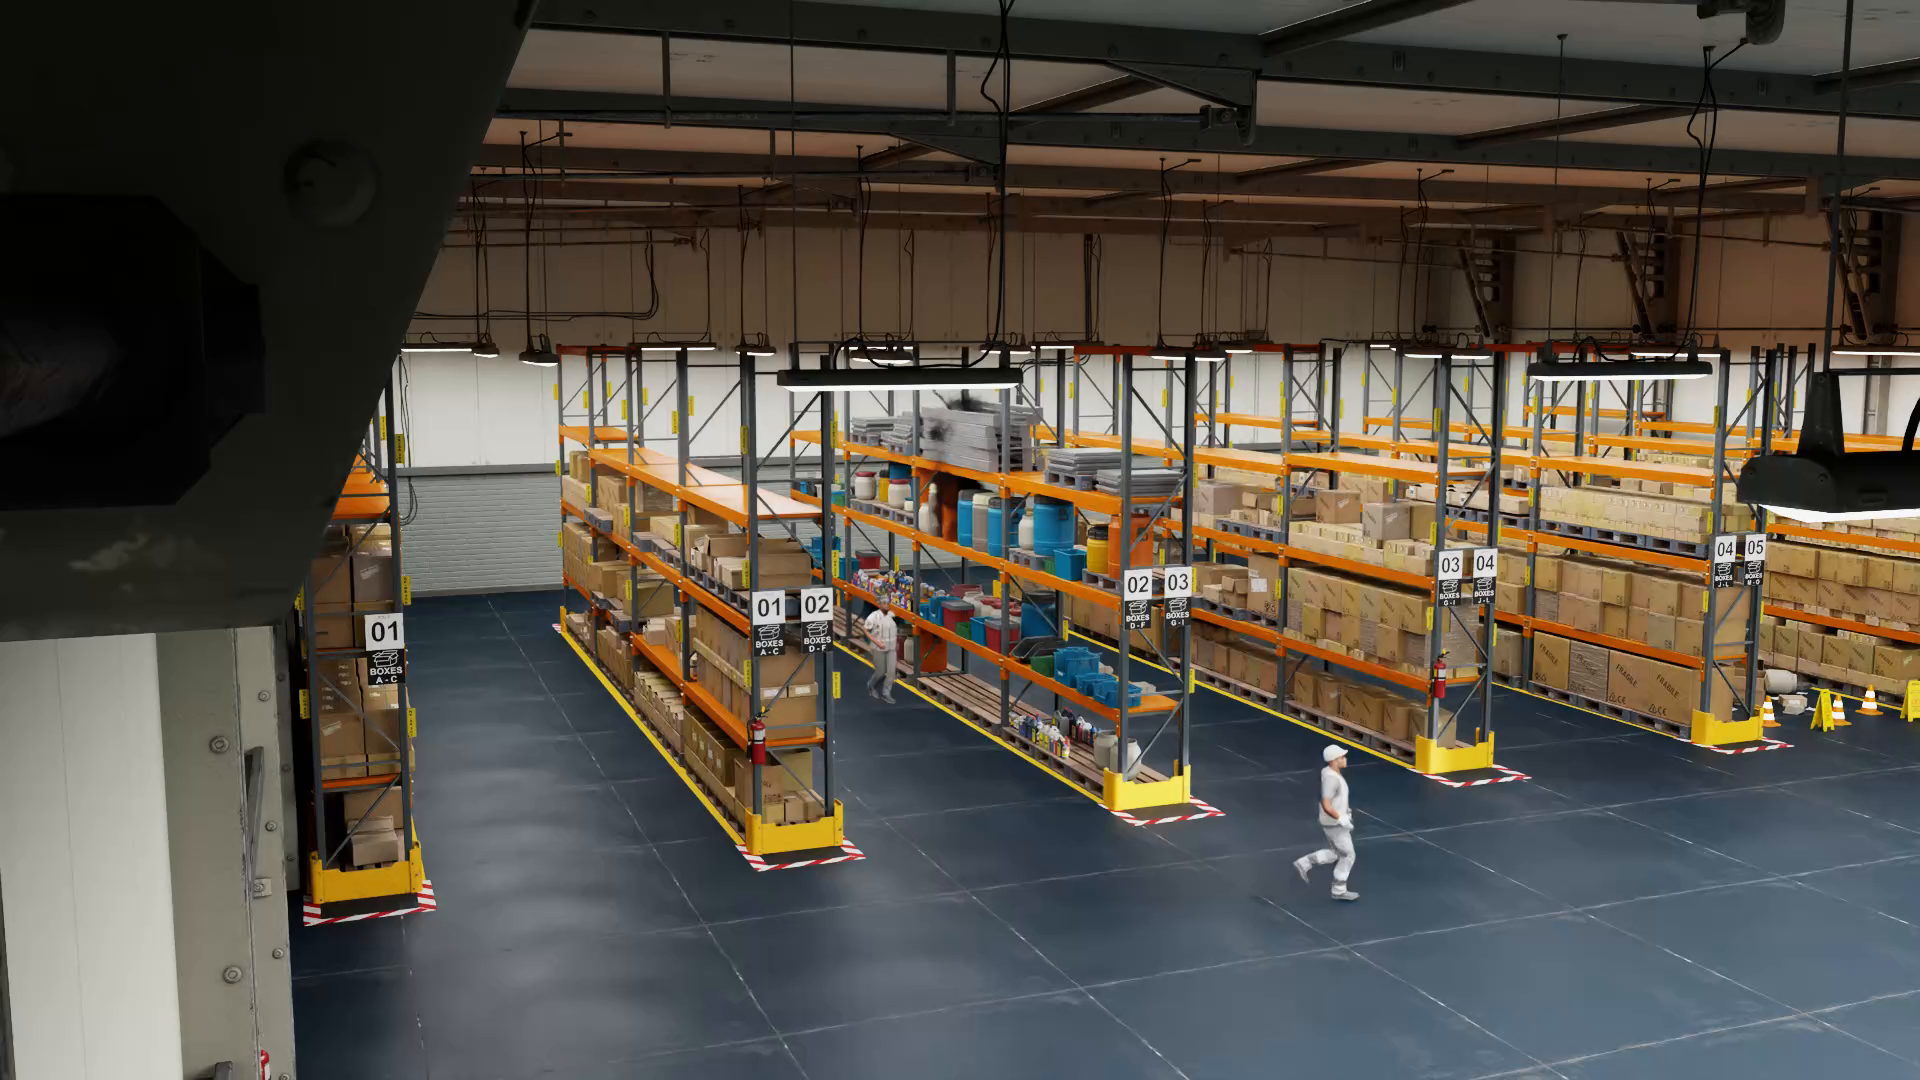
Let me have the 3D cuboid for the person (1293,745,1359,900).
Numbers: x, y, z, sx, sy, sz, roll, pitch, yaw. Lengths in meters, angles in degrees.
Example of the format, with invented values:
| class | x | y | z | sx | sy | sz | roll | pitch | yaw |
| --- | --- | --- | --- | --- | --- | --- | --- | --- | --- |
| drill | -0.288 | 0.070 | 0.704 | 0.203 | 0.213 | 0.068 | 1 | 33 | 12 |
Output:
| class | x | y | z | sx | sy | sz | roll | pitch | yaw |
| --- | --- | --- | --- | --- | --- | --- | --- | --- | --- |
| person | 4.082 | 3.127 | 18.462 | 0.724 | 1.747 | 0.698 | 1 | 7 | 9 |

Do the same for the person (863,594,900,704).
| class | x | y | z | sx | sy | sz | roll | pitch | yaw |
| --- | --- | --- | --- | --- | --- | --- | --- | --- | --- |
| person | -1.260 | 1.757 | 27.068 | 0.660 | 1.779 | 0.662 | -5 | 9 | -32 |
